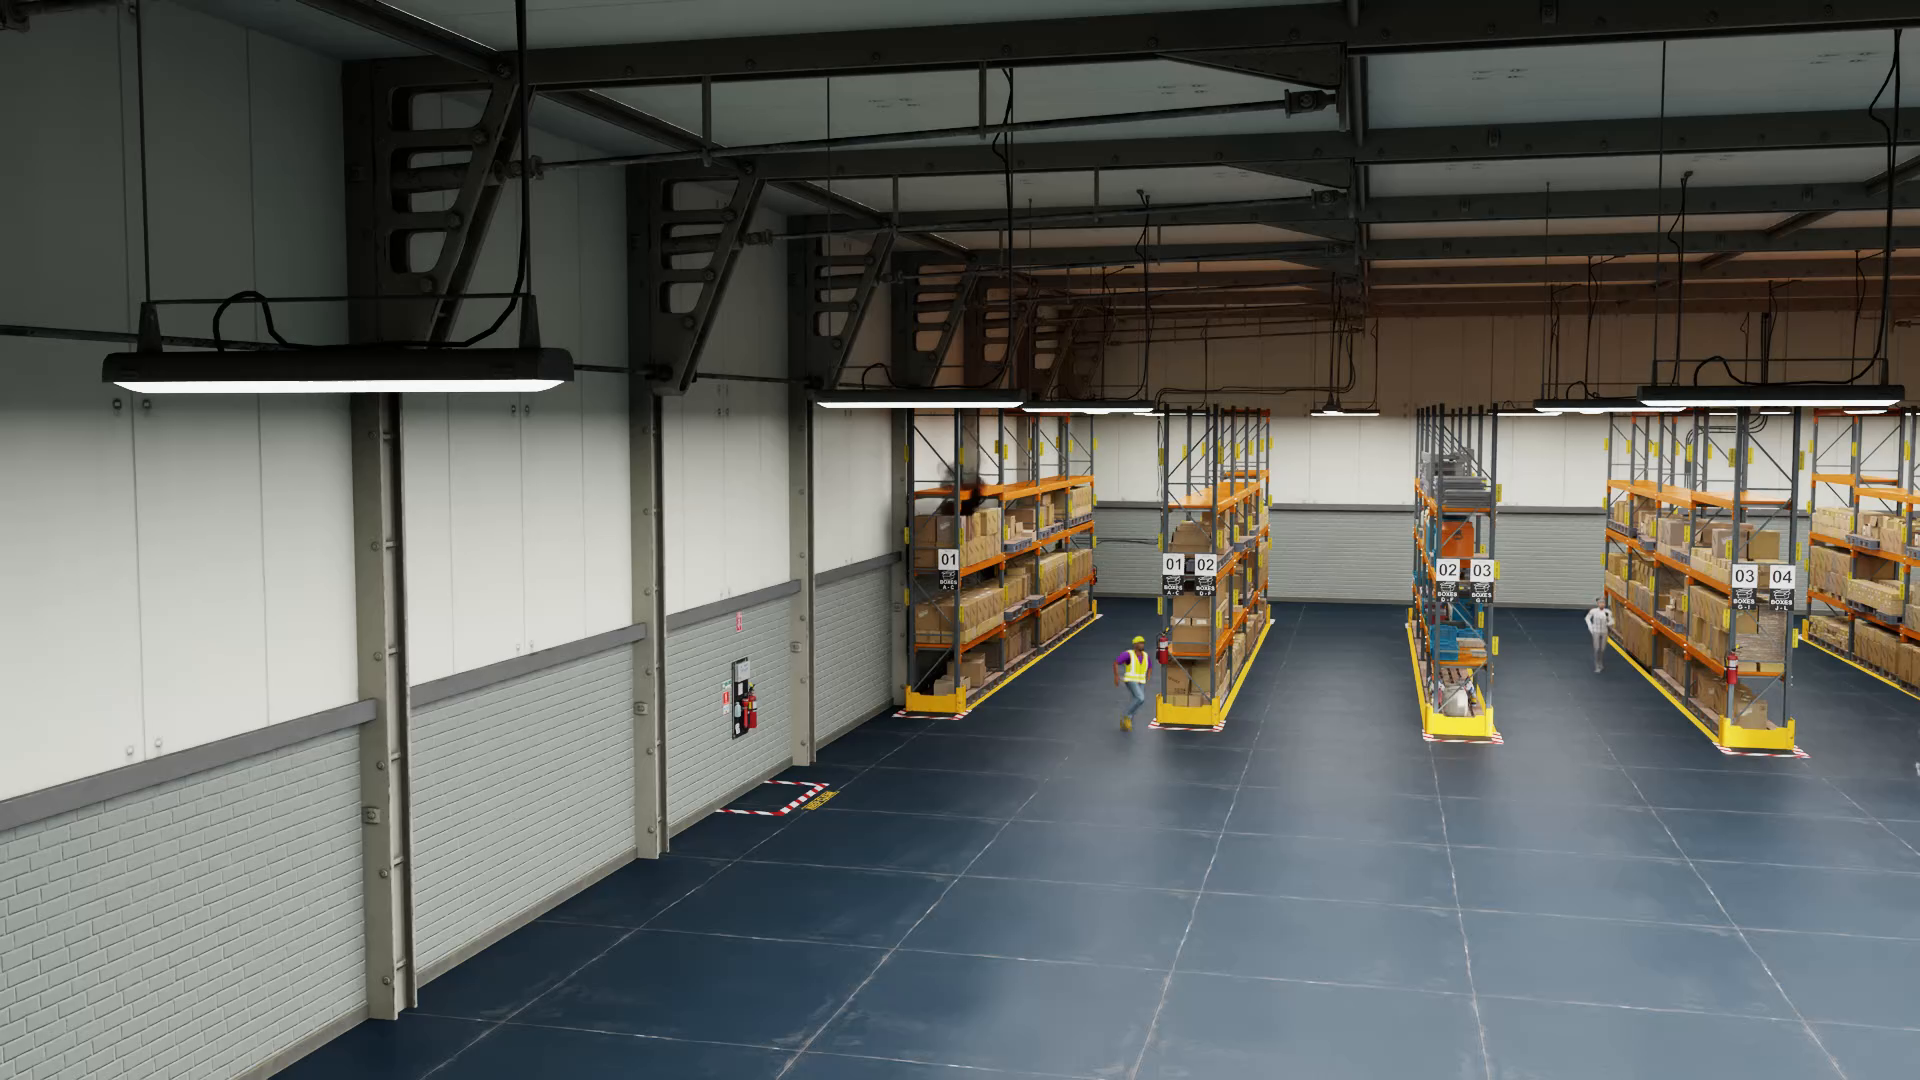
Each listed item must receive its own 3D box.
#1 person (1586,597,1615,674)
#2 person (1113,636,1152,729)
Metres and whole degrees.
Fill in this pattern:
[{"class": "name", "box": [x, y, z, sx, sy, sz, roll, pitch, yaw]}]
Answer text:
[{"class": "person", "box": [14.519, 2.133, 37.689, 0.608, 1.729, 0.771, 1, 4, 15]}, {"class": "person", "box": [3.252, 2.625, 30.577, 0.725, 1.697, 0.649, -3, 5, -32]}]
